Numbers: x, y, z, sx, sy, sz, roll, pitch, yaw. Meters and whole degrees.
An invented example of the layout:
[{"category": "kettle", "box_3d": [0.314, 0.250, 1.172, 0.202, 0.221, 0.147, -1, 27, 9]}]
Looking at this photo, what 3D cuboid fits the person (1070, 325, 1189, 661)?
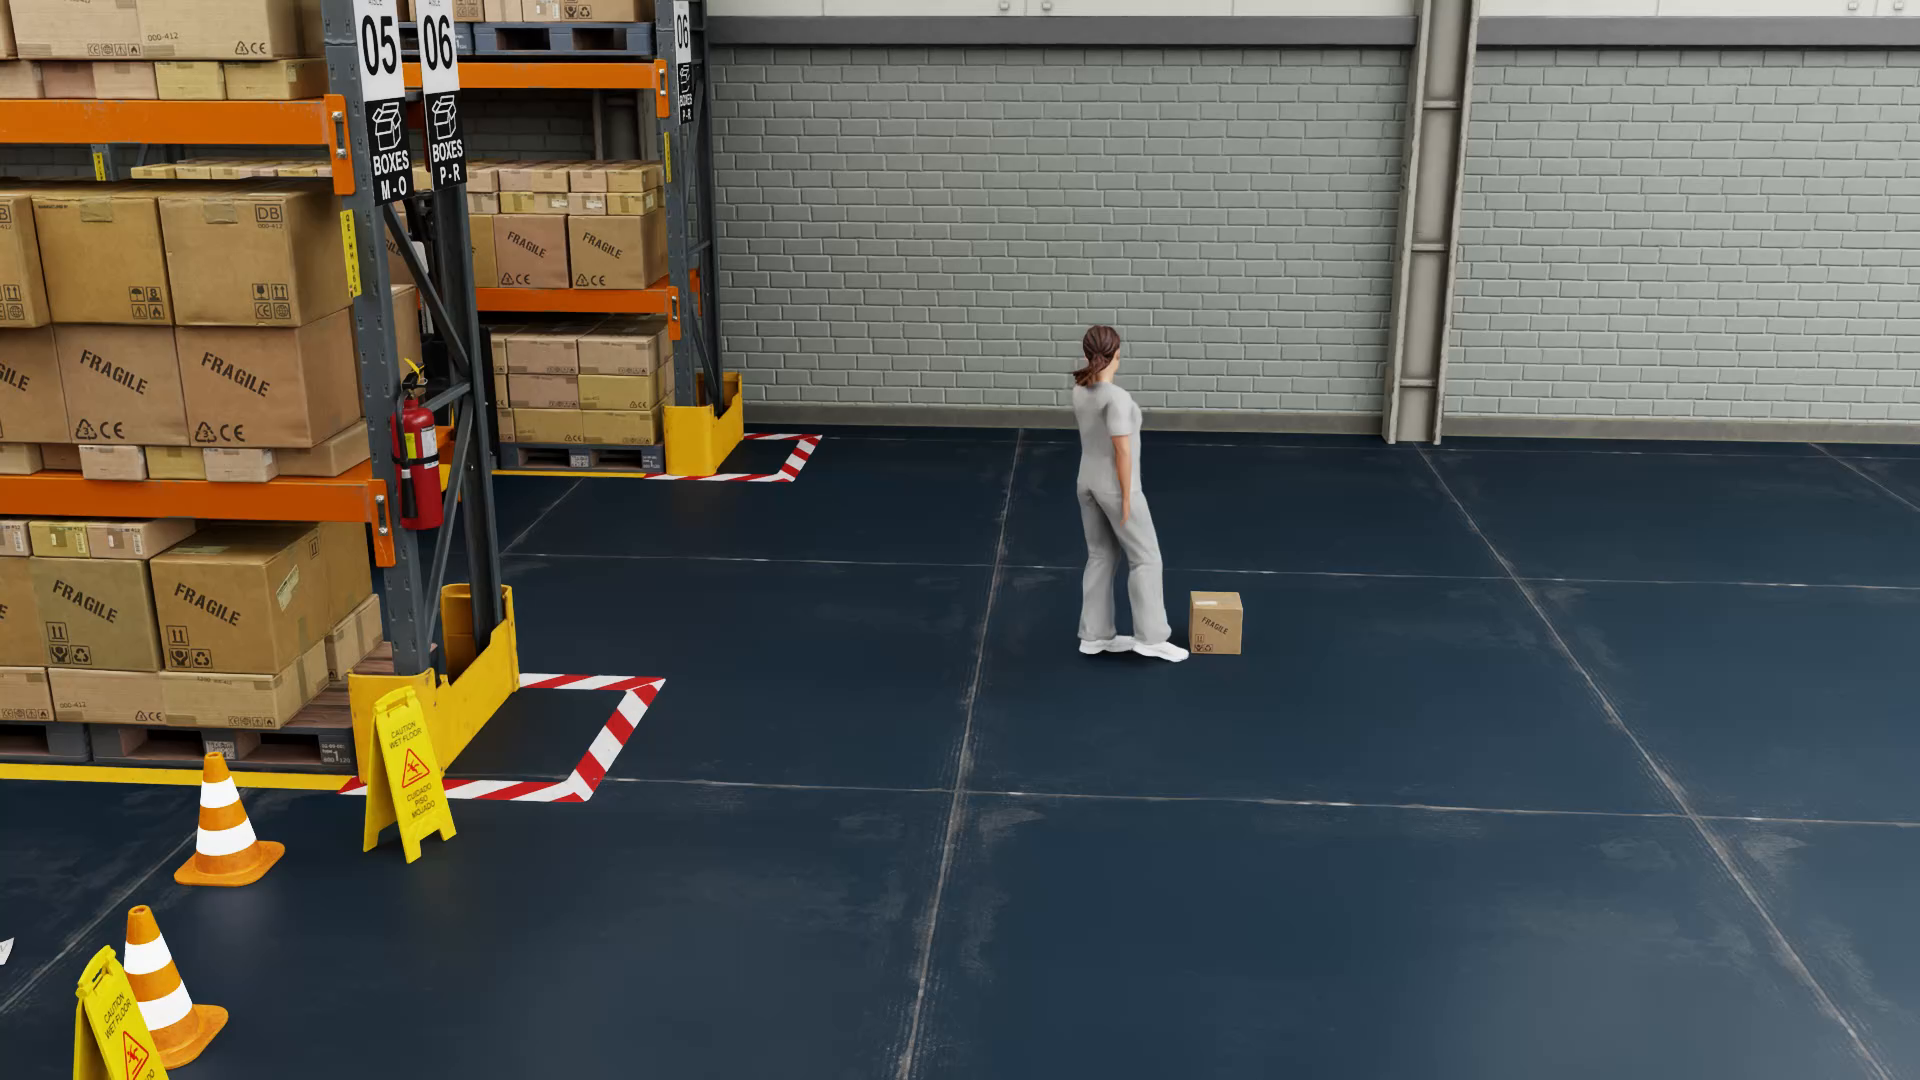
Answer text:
[{"category": "person", "box_3d": [0.812, -0.225, 8.263, 0.544, 1.694, 0.522, -10, 20, -29]}]
